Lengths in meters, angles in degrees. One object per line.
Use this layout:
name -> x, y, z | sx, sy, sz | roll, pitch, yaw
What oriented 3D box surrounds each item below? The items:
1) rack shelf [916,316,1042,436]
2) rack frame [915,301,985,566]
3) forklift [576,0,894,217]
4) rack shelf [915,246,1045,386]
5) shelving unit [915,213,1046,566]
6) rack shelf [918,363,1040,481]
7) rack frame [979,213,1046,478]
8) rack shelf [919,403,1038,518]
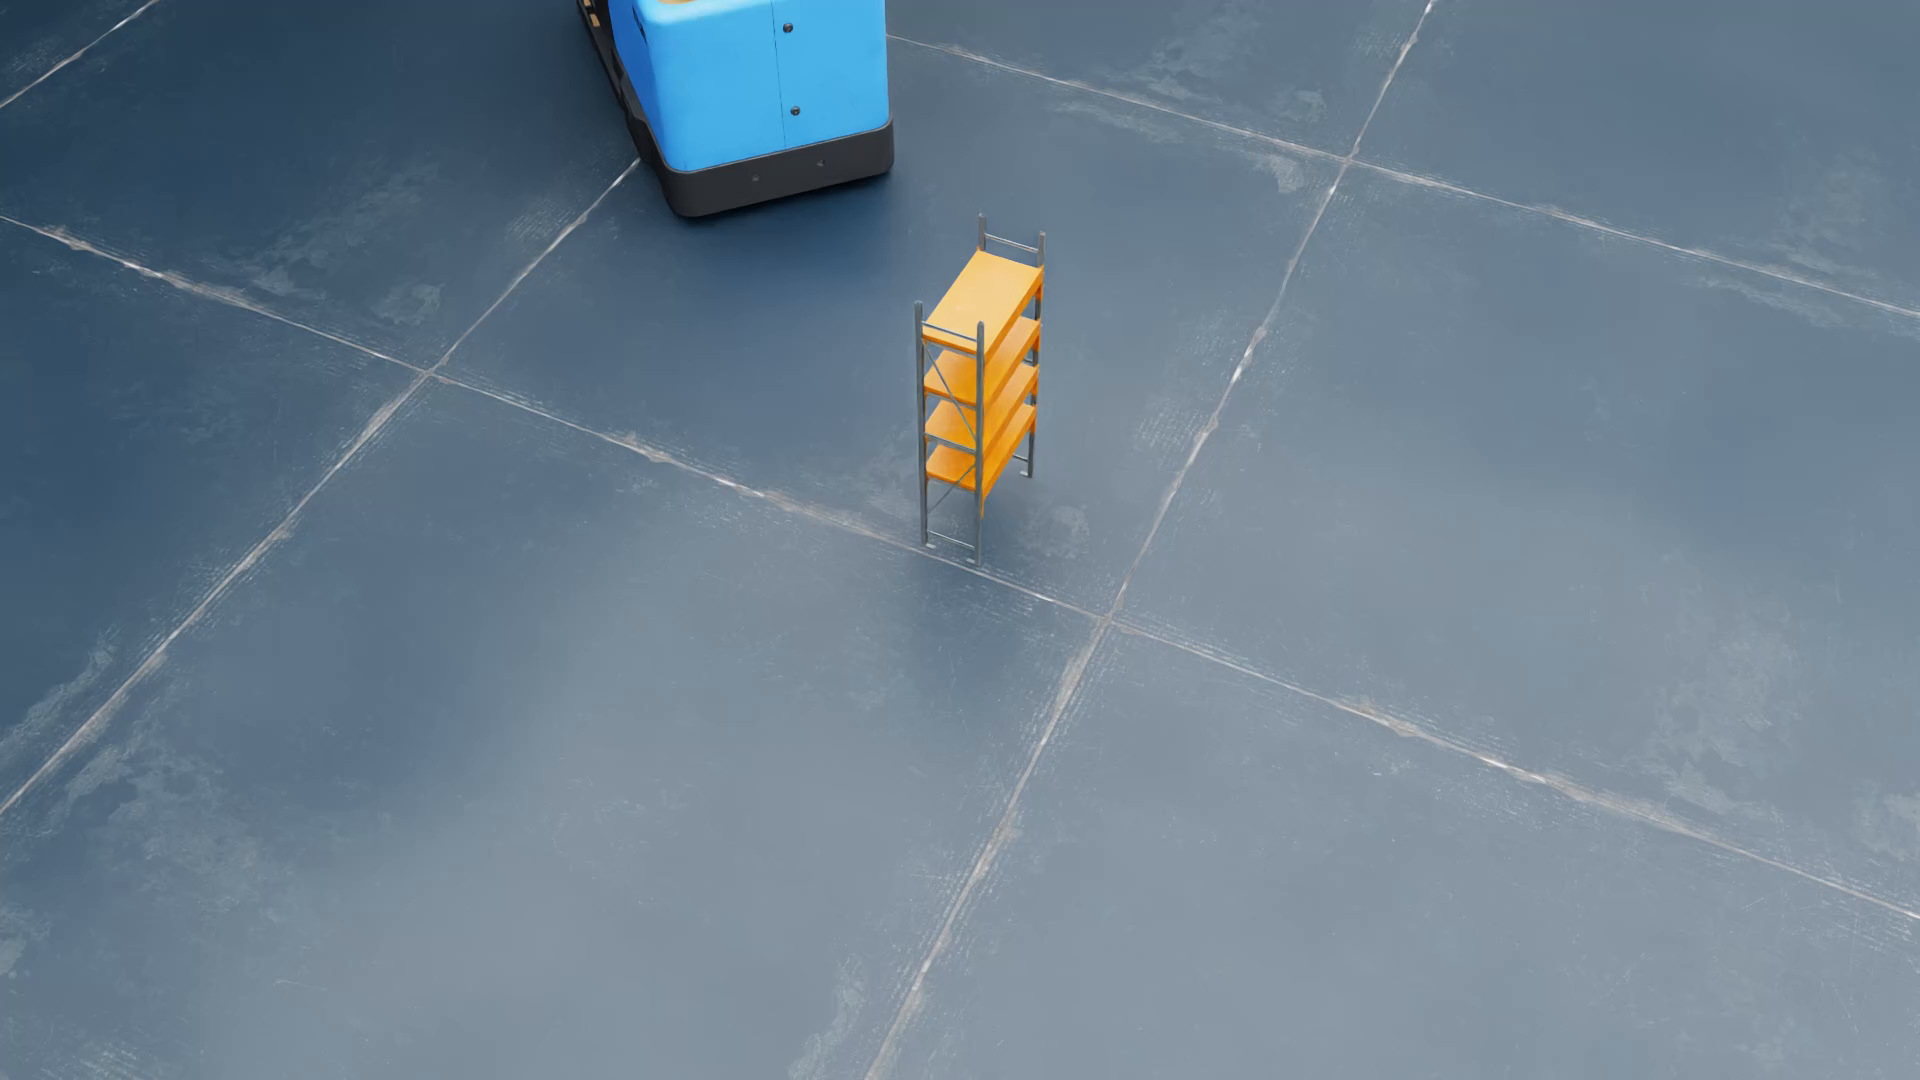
rack shelf -> 0.071, -0.604, 5.771 | 0.258, 0.148, 0.480 | 20, 52, 16
rack frame -> -0.034, -0.335, 5.747 | 0.240, 1.200, 0.015 | 20, 52, 16
forklift -> -1.305, -3.530, 7.329 | 1.130, 2.935, 3.031 | -16, 52, -13
rack shelf -> 0.071, -0.757, 5.591 | 0.258, 0.148, 0.480 | 20, 52, 16
shelving unit -> 0.071, -0.503, 5.890 | 0.258, 1.200, 0.503 | 20, 52, 16
rack shelf -> 0.071, -0.459, 5.941 | 0.258, 0.148, 0.480 | 20, 52, 16
rack frame -> 0.175, -0.671, 6.033 | 0.240, 1.200, 0.015 | 20, 52, 16
rack shelf -> 0.071, -0.331, 6.092 | 0.258, 0.148, 0.480 | 20, 52, 16
